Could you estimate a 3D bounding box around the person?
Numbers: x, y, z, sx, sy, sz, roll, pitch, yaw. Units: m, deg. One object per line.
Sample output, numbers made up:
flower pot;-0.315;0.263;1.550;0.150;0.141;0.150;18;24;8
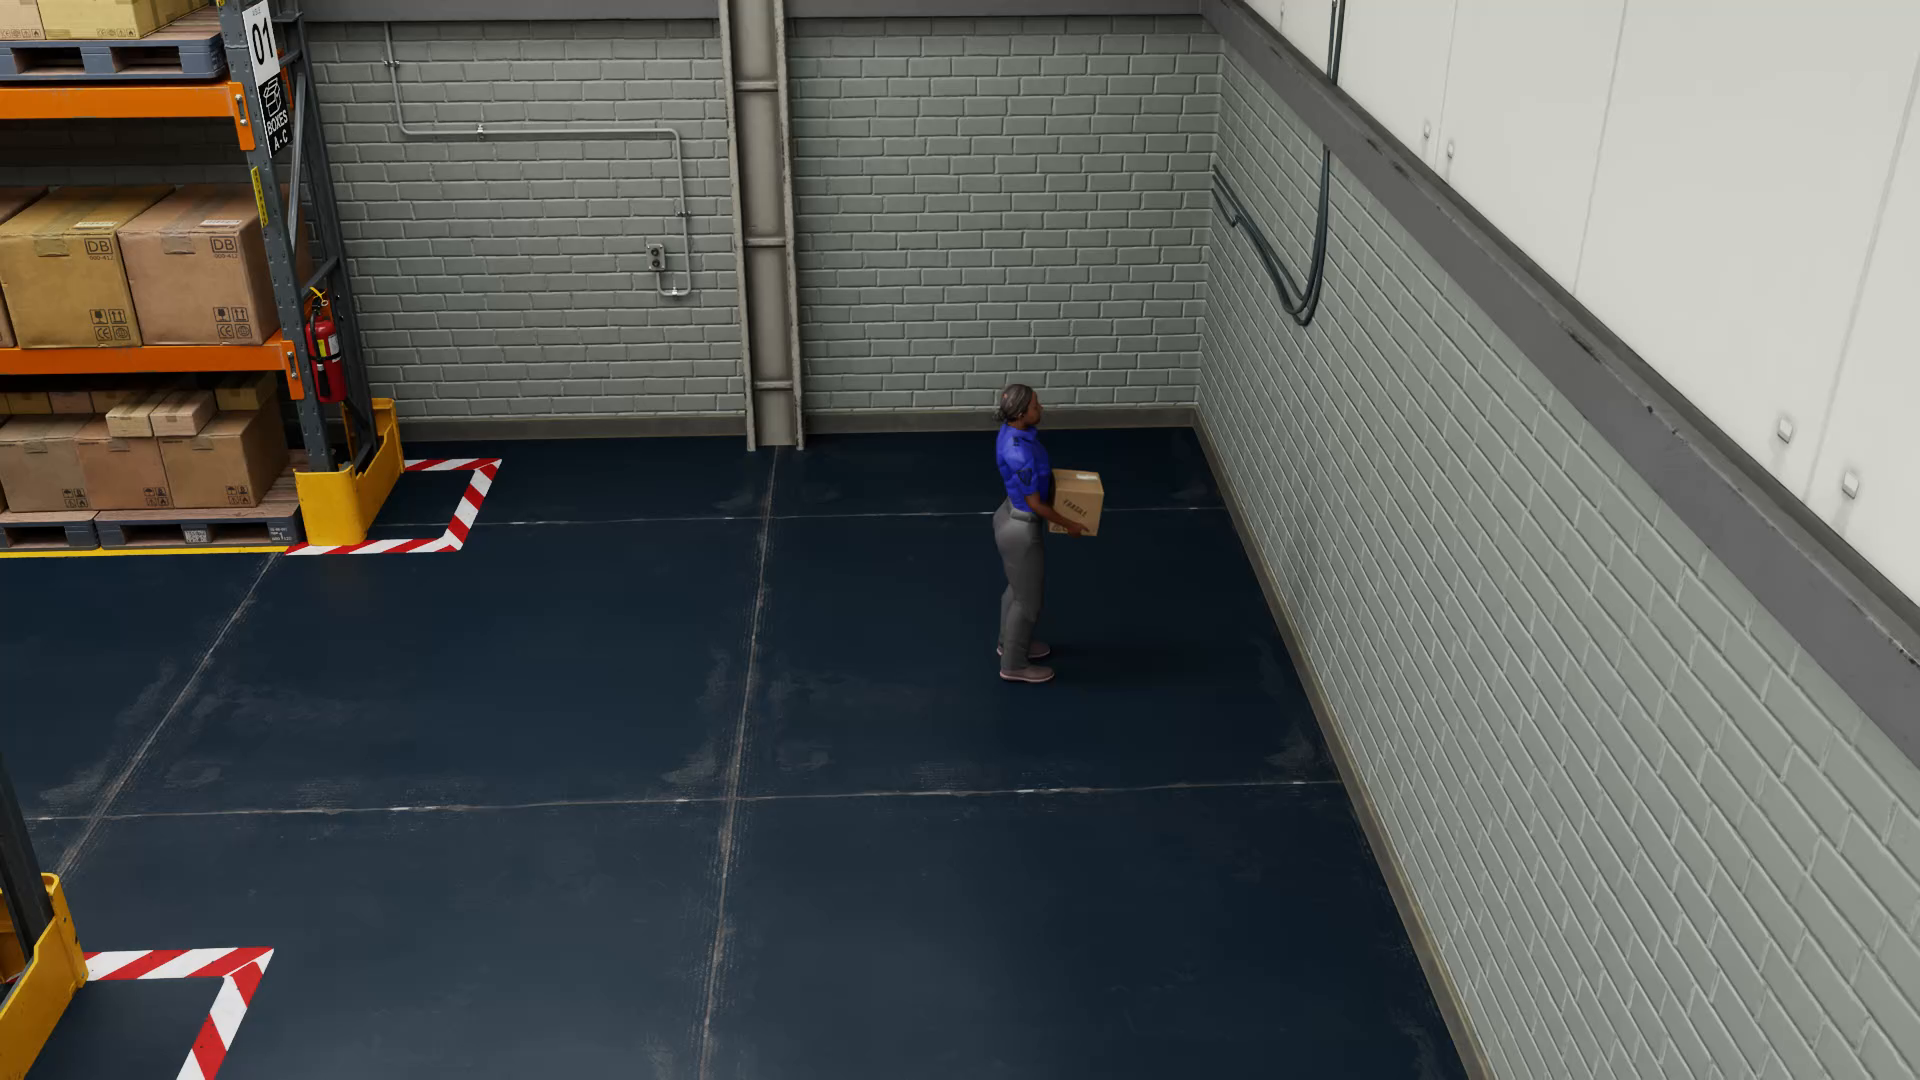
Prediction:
person;0.418;-0.044;8.720;0.500;1.655;0.449;-1;28;-2
